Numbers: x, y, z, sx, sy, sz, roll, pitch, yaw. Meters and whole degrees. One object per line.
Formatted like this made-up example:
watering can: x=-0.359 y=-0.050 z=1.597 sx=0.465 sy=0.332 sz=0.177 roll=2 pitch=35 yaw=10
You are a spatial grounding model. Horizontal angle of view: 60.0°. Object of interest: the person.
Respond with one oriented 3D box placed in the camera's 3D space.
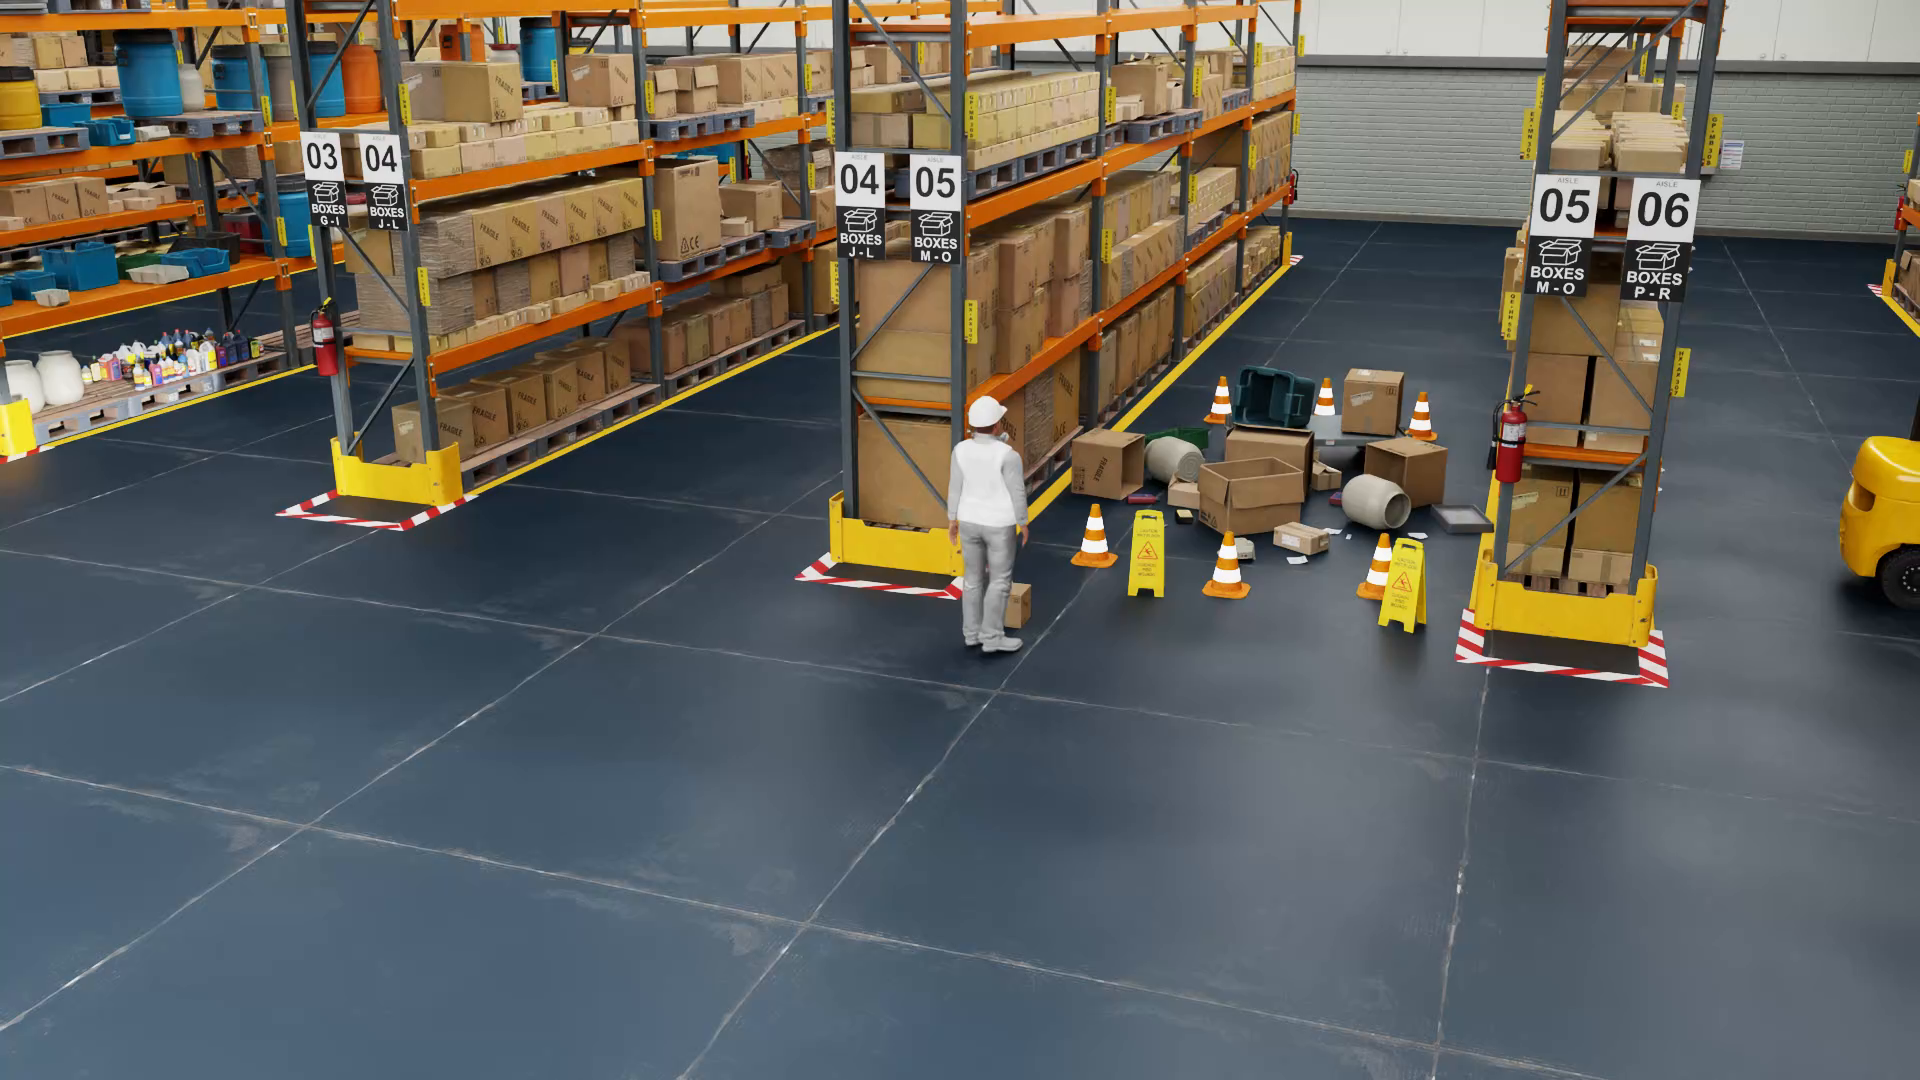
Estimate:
person: x=0.199 y=-0.118 z=11.319 sx=0.557 sy=1.775 sz=0.384 roll=9 pitch=21 yaw=25
